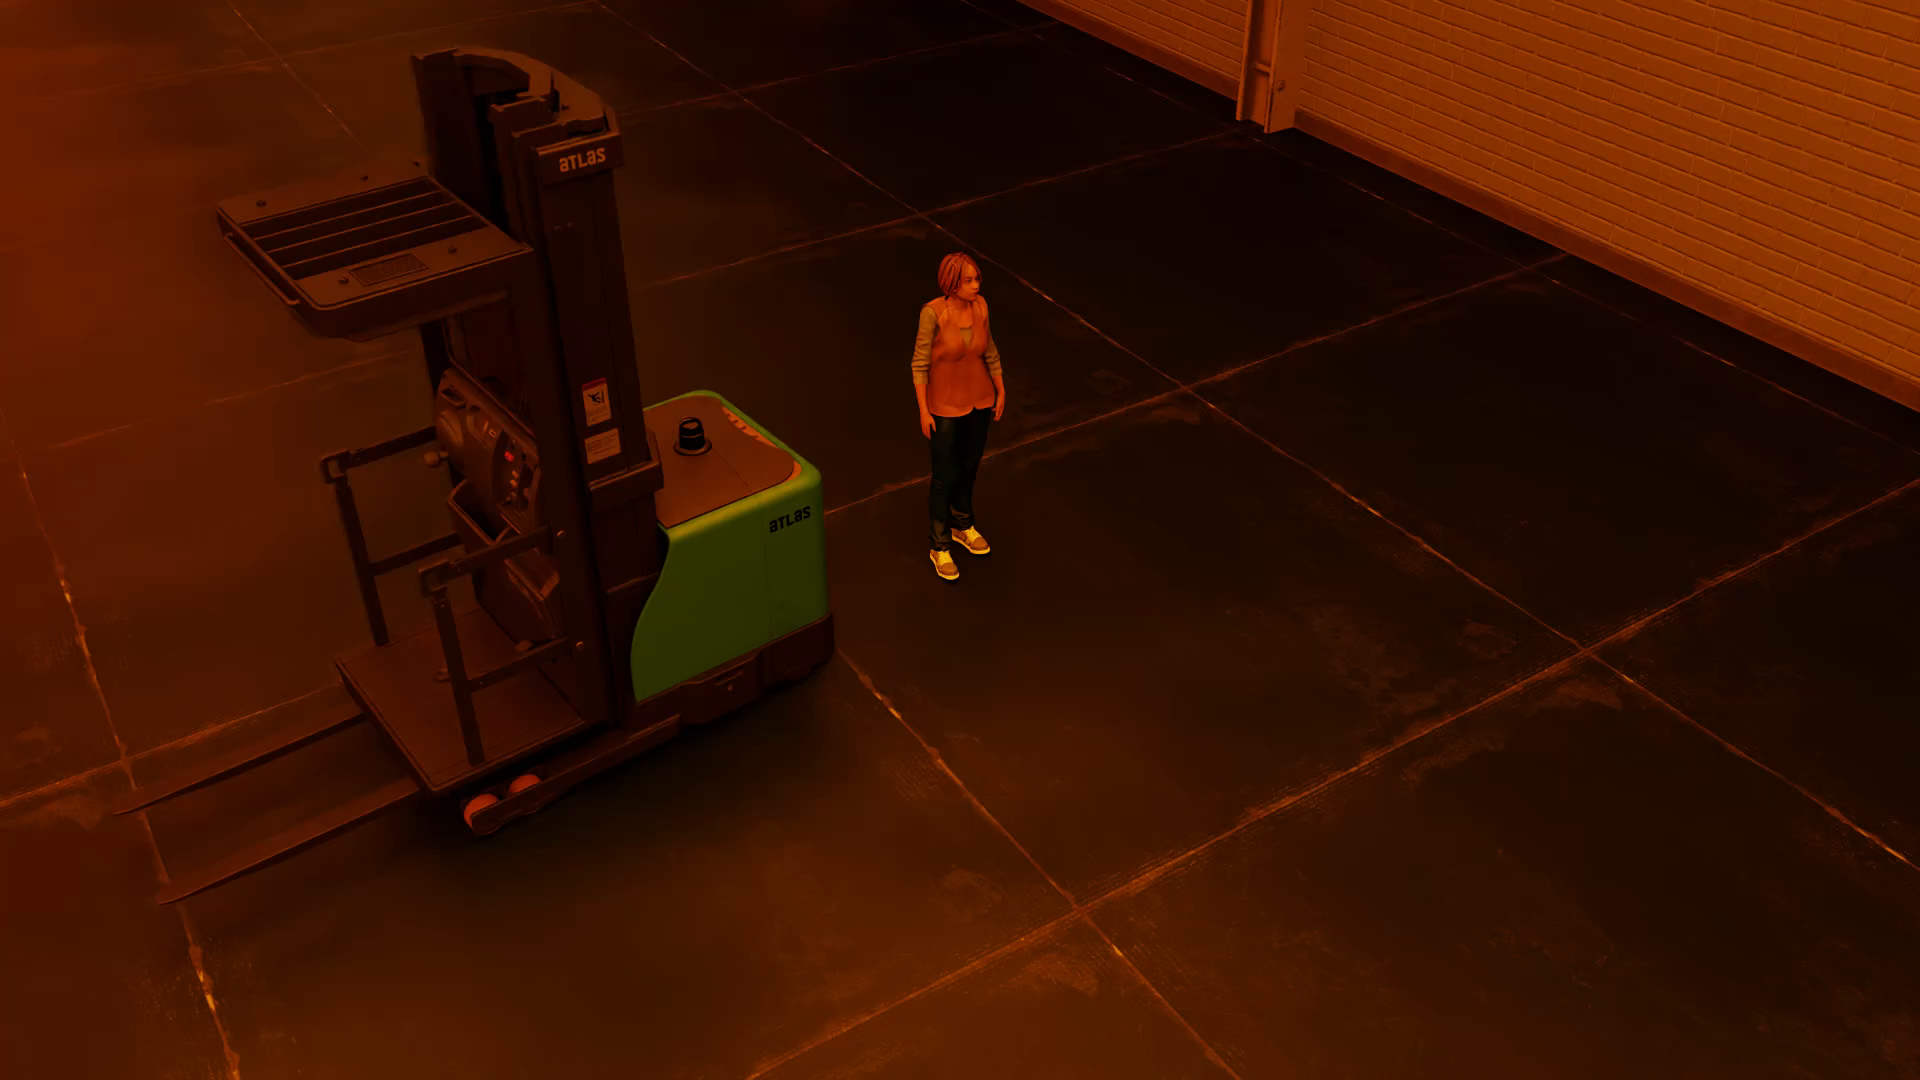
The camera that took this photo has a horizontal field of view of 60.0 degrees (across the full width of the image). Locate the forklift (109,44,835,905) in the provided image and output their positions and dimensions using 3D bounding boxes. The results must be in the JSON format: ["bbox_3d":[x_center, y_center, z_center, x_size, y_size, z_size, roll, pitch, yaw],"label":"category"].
[{"bbox_3d":[-2.064,-0.315,6.596,3.031,2.935,1.130,-24,42,-30],"label":"forklift"}]

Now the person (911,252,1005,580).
[{"bbox_3d":[0.029,-0.619,8.177,0.521,1.599,0.473,-21,40,-27],"label":"person"}]
